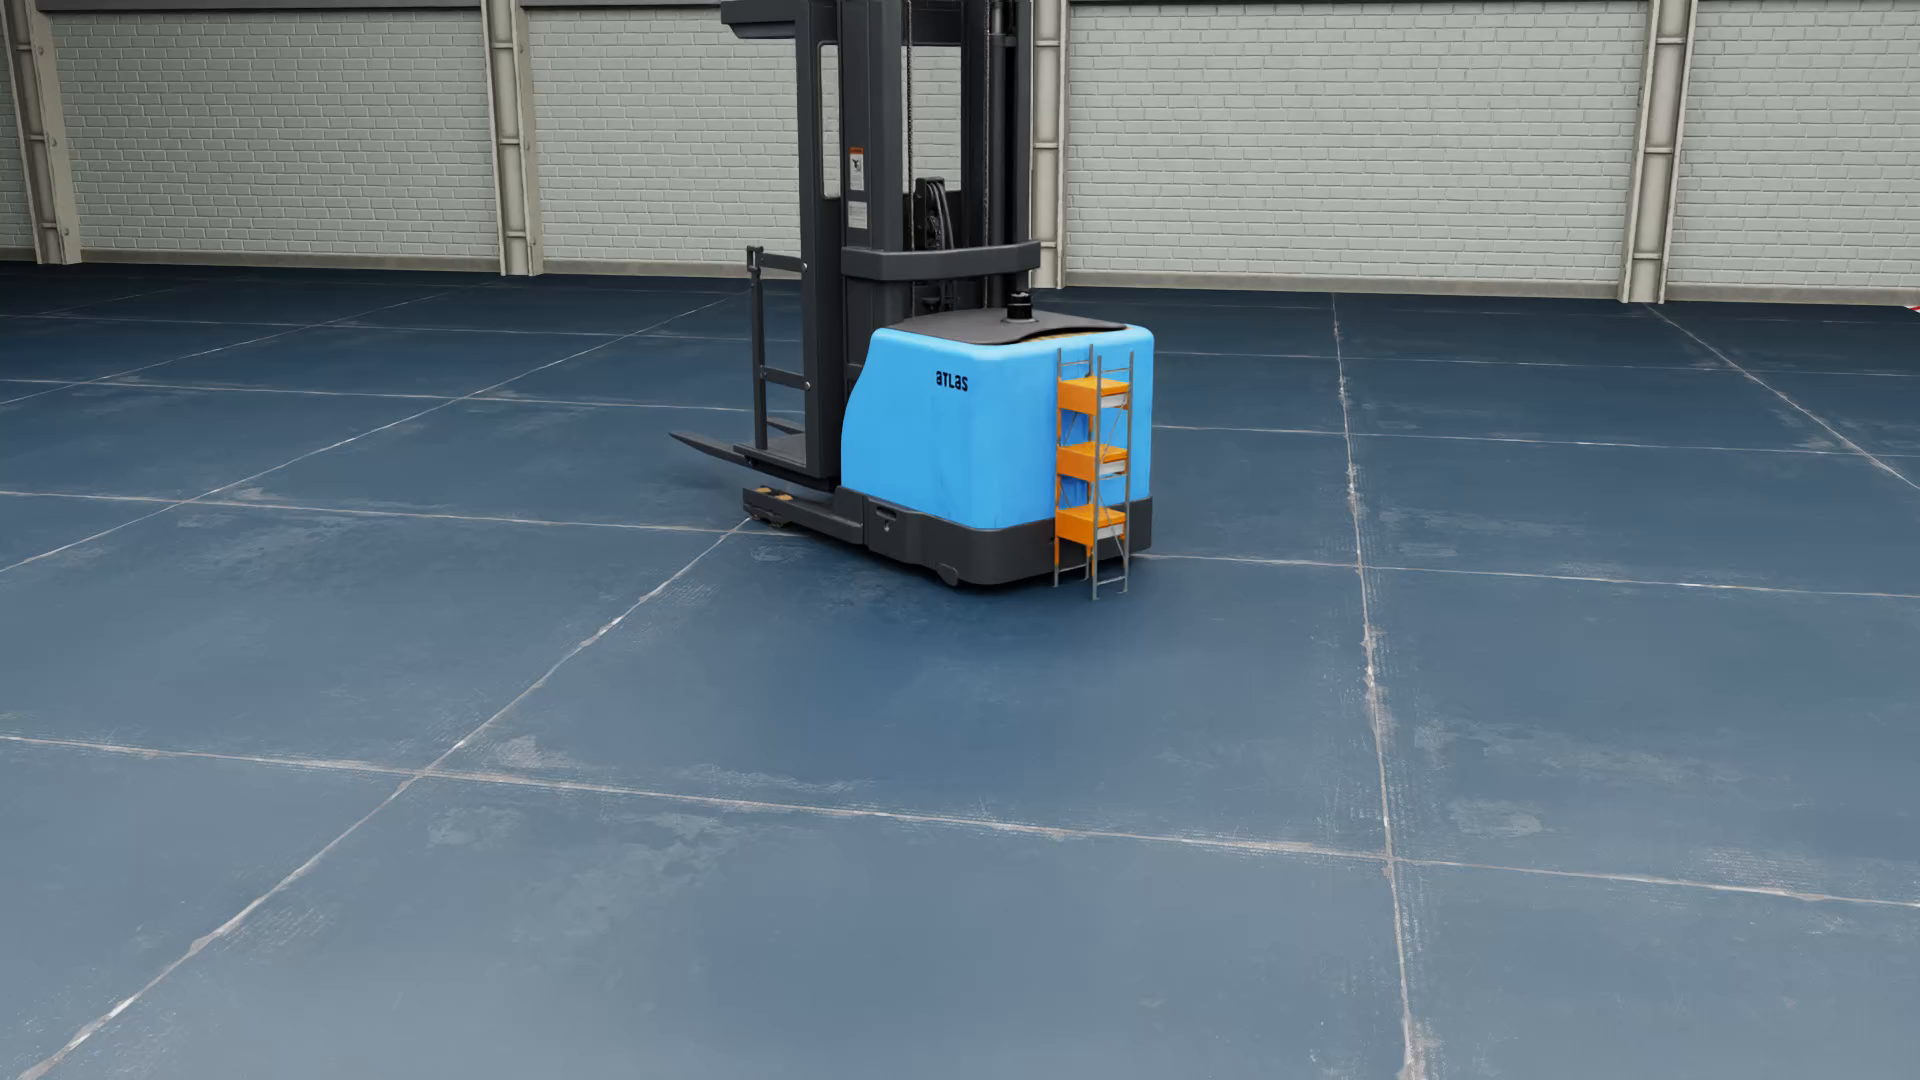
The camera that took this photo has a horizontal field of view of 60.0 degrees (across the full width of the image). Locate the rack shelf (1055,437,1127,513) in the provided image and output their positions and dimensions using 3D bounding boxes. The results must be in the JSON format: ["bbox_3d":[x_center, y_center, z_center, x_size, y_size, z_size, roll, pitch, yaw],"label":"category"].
[{"bbox_3d":[0.566,-0.278,7.070,0.215,0.259,0.240,-12,20,-37],"label":"rack shelf"}]

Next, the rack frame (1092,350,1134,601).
[{"bbox_3d":[0.642,-0.263,6.975,0.200,1.050,0.008,-12,20,-37],"label":"rack frame"}]

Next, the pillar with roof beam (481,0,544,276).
[{"bbox_3d":[-5.827,-6.233,13.637,0.400,9.000,9.100,3,16,11],"label":"pillar with roof beam"}]

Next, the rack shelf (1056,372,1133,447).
[{"bbox_3d":[0.566,-0.552,6.994,0.215,0.259,0.240,-12,20,-37],"label":"rack shelf"}]

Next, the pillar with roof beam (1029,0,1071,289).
[{"bbox_3d":[0.052,-5.914,12.484,0.400,9.000,9.100,3,16,11],"label":"pillar with roof beam"}]

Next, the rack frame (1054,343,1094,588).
[{"bbox_3d":[0.489,-0.314,7.159,0.200,1.050,0.008,-12,20,-37],"label":"rack frame"}]

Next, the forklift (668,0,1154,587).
[{"bbox_3d":[-0.435,-1.544,8.074,1.130,2.935,3.031,-12,20,-37],"label":"forklift"}]

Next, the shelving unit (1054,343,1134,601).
[{"bbox_3d":[0.566,-0.289,7.067,0.215,1.050,0.252,-12,20,-37],"label":"shelving unit"}]

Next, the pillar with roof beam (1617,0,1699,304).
[{"bbox_3d":[5.932,-5.595,11.332,0.400,9.000,9.100,3,16,11],"label":"pillar with roof beam"}]

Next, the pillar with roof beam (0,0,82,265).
[{"bbox_3d":[-11.707,-6.552,14.789,0.400,9.000,9.100,3,16,11],"label":"pillar with roof beam"}]

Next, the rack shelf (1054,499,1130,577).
[{"bbox_3d":[0.566,-0.010,7.144,0.215,0.259,0.240,-12,20,-37],"label":"rack shelf"}]
